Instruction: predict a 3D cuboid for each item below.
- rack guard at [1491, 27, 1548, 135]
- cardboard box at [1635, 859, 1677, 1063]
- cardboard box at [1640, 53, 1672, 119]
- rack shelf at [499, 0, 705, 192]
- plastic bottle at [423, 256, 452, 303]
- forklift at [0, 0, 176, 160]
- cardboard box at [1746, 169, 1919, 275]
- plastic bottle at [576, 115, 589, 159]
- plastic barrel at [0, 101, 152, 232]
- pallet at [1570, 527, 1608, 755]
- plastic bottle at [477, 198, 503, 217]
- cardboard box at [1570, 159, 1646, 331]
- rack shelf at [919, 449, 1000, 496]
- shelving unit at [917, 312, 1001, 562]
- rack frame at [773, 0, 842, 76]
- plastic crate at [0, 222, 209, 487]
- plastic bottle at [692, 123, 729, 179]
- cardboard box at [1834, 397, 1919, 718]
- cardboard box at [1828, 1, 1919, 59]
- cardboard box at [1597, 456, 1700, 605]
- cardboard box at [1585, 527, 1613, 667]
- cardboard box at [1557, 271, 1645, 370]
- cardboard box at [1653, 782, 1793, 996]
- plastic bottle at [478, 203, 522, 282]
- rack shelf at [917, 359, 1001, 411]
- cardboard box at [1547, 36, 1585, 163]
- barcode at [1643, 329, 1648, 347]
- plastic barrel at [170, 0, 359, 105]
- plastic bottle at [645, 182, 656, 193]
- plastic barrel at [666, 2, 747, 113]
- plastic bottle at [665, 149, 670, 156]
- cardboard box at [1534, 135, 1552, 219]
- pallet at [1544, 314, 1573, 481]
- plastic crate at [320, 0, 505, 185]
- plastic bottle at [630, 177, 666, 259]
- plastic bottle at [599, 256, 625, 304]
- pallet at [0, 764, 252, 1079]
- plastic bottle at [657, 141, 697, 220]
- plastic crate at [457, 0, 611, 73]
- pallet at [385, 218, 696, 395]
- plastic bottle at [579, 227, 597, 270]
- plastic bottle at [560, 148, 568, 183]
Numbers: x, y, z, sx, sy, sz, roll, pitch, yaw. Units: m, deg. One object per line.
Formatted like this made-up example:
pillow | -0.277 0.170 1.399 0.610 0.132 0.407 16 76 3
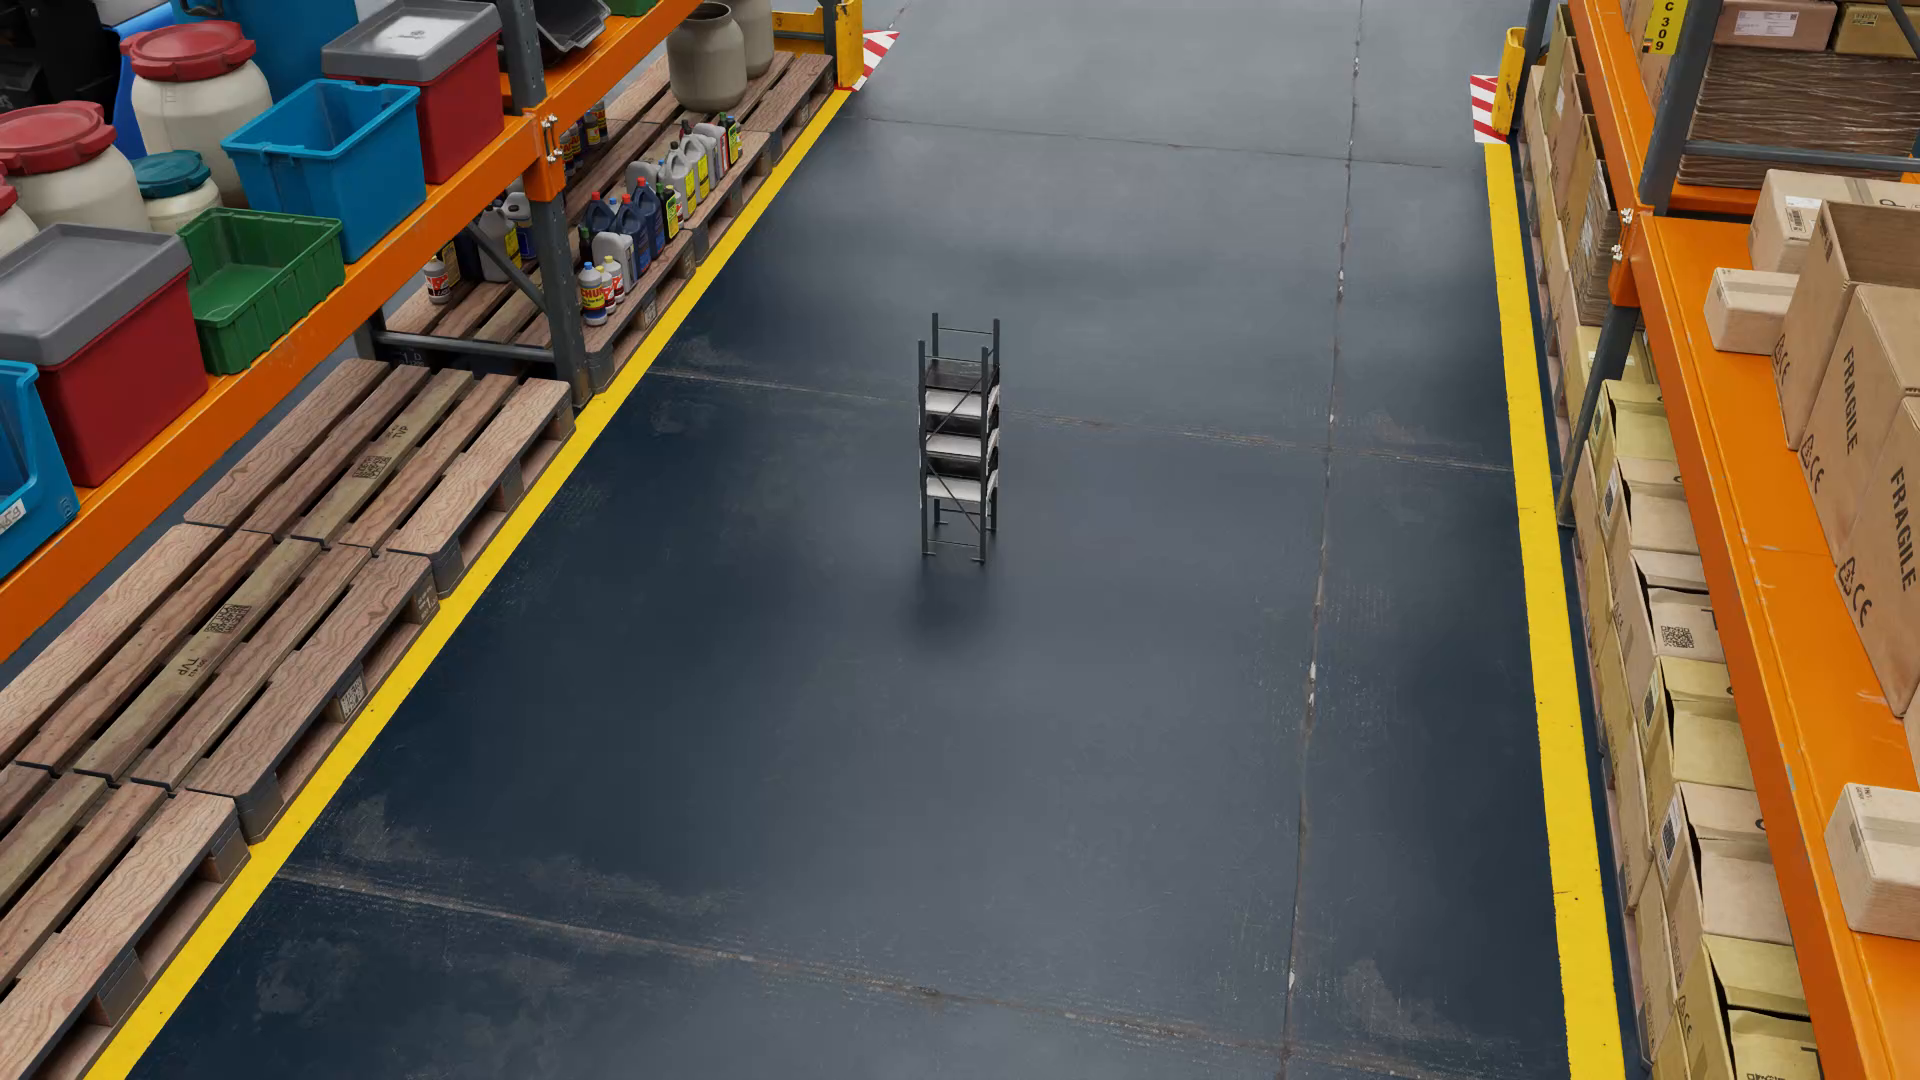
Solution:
rack guard | 3.630 -2.529 9.314 1.175 0.500 0.348 7 37 10
cardboard box | 2.007 1.086 4.181 0.500 0.250 0.500 8 37 11
cardboard box | 2.965 -1.833 6.138 0.700 0.500 0.500 7 37 9
rack shelf | -1.641 -2.713 8.050 1.077 0.370 4.000 7 37 10
plastic bottle | -2.295 -1.150 7.290 0.097 0.201 0.097 0 36 0
forklift | -4.573 -2.370 7.022 1.130 2.935 3.031 11 37 14
cardboard box | 2.708 -0.886 5.044 0.500 0.250 0.500 10 37 13
plastic bottle | -1.971 -2.101 8.533 0.061 0.283 0.133 8 37 11
plastic barrel | -2.643 -0.971 4.918 0.433 0.535 0.433 0 36 0
pallet | 2.651 0.322 5.626 1.003 0.211 1.213 7 37 10
plastic bottle | -2.171 -1.478 7.616 0.144 0.351 0.185 6 36 8
cardboard box | 2.774 -1.173 6.659 0.500 0.500 0.500 7 37 10
rack shelf | -0.002 -0.260 6.052 0.258 0.077 0.200 7 37 10
shelving unit | -0.002 -0.360 5.980 0.258 0.900 0.210 7 37 10
rack frame | -1.214 -4.151 9.421 1.000 3.000 0.127 7 37 10
plastic crate | -2.278 -0.478 4.299 0.402 0.464 0.583 7 37 10
plastic bottle | -1.258 -1.977 8.368 0.152 0.276 0.135 8 37 10
cardboard box | 2.258 0.054 3.534 0.500 0.500 0.500 5 36 7
cardboard box | 3.017 -1.667 5.357 0.380 0.149 0.250 7 37 10
cardboard box | 2.327 -0.026 5.237 0.500 0.311 0.500 7 37 9
cardboard box | 2.332 0.202 5.401 0.500 0.250 0.500 8 37 11
cardboard box | 2.772 -0.870 6.879 0.500 0.250 0.500 7 37 10
cardboard box | 2.002 0.856 4.020 0.500 0.311 0.500 7 37 10
plastic bottle | -2.071 -1.350 7.439 0.144 0.351 0.185 7 37 10
rack shelf | -0.002 -0.551 5.841 0.258 0.077 0.200 7 37 10
cardboard box | 3.094 -2.033 7.846 0.500 0.500 0.500 7 37 10
barcode | 2.309 -0.695 5.590 0.001 0.075 0.075 7 37 10
plastic barrel | -2.446 -1.877 5.857 0.600 0.901 0.708 7 37 10
plastic bottle | -1.455 -1.539 7.767 0.097 0.271 0.097 0 36 0
plastic barrel | -1.387 -2.639 9.097 0.421 0.512 0.421 0 36 0
plastic bottle | -1.414 -1.872 8.287 0.097 0.201 0.097 0 36 0
cardboard box | 3.082 -1.731 8.068 0.500 0.250 0.500 7 37 10
pallet | 2.981 -0.556 6.837 1.003 0.211 1.213 7 37 10
plastic crate | -1.872 -1.567 5.802 0.402 0.464 0.583 7 37 10
plastic bottle | -1.450 -1.482 7.621 0.144 0.351 0.185 6 36 8
plastic bottle | -1.528 -1.147 7.286 0.097 0.201 0.097 0 36 0
pallet | -2.719 1.125 4.517 1.003 0.211 1.213 7 37 10
plastic bottle | -1.359 -1.726 7.957 0.144 0.351 0.185 7 37 10
plastic crate | -1.832 -2.117 6.667 0.767 0.338 0.504 7 37 10
pallet | -1.884 -1.108 7.599 1.003 0.211 1.213 7 37 10
plastic bottle | -1.634 -1.265 7.380 0.061 0.283 0.133 7 37 10
plastic bottle | -2.021 -1.885 8.304 0.097 0.201 0.097 0 36 0
